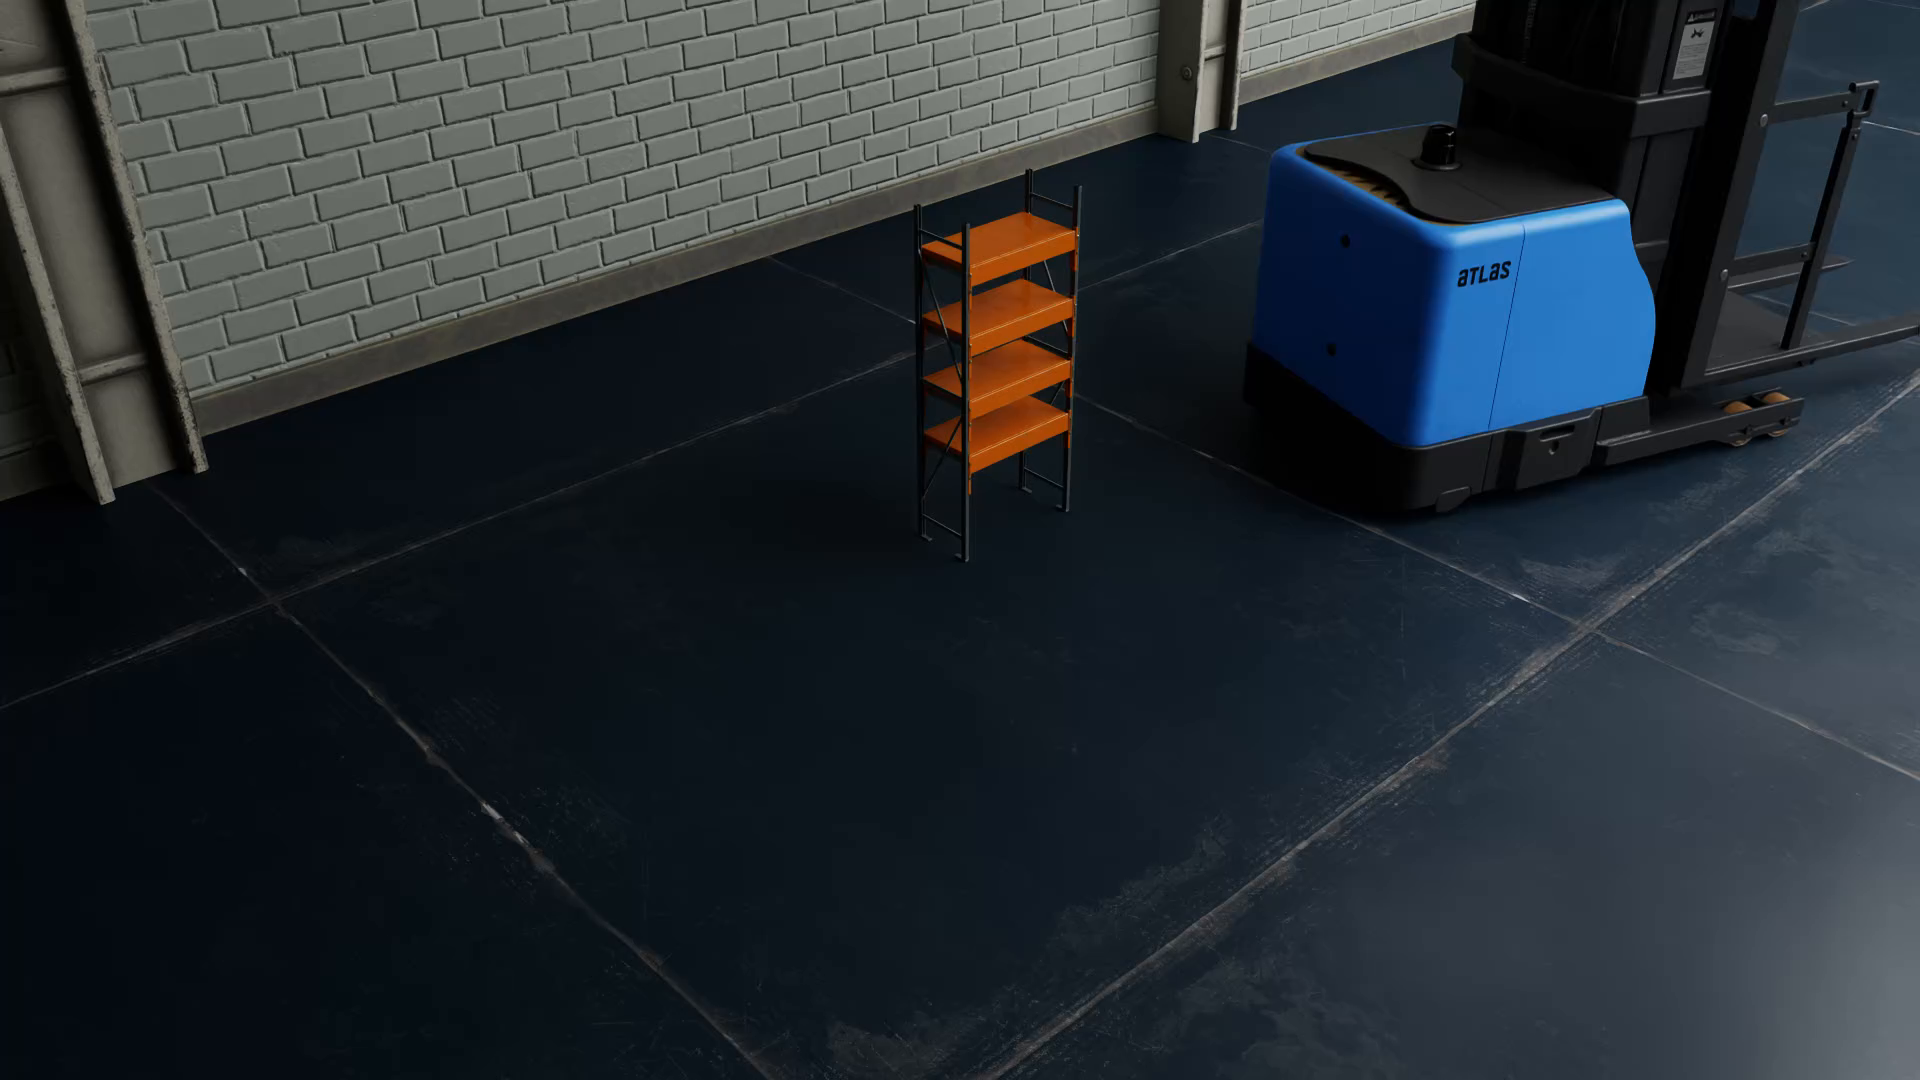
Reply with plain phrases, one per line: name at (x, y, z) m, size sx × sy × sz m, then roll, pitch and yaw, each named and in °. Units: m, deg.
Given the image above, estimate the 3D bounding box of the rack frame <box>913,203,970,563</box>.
rack frame at (-0.058, -0.484, 5.391) m, size 0.015 × 1.200 × 0.240 m, roll -26°, pitch 40°, yaw -35°

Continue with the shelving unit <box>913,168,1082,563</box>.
shelving unit at (0.121, -0.571, 5.533) m, size 0.503 × 1.200 × 0.258 m, roll -26°, pitch 40°, yaw -35°

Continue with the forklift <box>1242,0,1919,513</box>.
forklift at (2.673, -1.845, 5.958) m, size 3.031 × 2.935 × 1.130 m, roll -13°, pitch 34°, yaw -20°

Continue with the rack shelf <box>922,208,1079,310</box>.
rack shelf at (0.121, -0.906, 5.328) m, size 0.480 × 0.148 × 0.258 m, roll -26°, pitch 40°, yaw -35°

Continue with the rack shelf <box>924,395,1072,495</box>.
rack shelf at (0.121, -0.344, 5.672) m, size 0.480 × 0.148 × 0.258 m, roll -26°, pitch 40°, yaw -35°

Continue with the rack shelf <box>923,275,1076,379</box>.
rack shelf at (0.121, -0.704, 5.451) m, size 0.480 × 0.148 × 0.258 m, roll -26°, pitch 40°, yaw -35°

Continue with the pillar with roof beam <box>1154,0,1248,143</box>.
pillar with roof beam at (4.287, -4.573, 4.603) m, size 0.400 × 9.000 × 9.100 m, roll -26°, pitch 40°, yaw -35°

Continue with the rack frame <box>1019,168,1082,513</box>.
rack frame at (0.300, -0.657, 5.675) m, size 0.015 × 1.200 × 0.240 m, roll -26°, pitch 40°, yaw -35°

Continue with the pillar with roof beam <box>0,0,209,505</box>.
pillar with roof beam at (-0.113, -2.445, 1.123) m, size 0.400 × 9.000 × 9.100 m, roll -26°, pitch 40°, yaw -35°

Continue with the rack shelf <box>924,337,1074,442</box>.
rack shelf at (0.121, -0.513, 5.568) m, size 0.480 × 0.148 × 0.258 m, roll -26°, pitch 40°, yaw -35°
